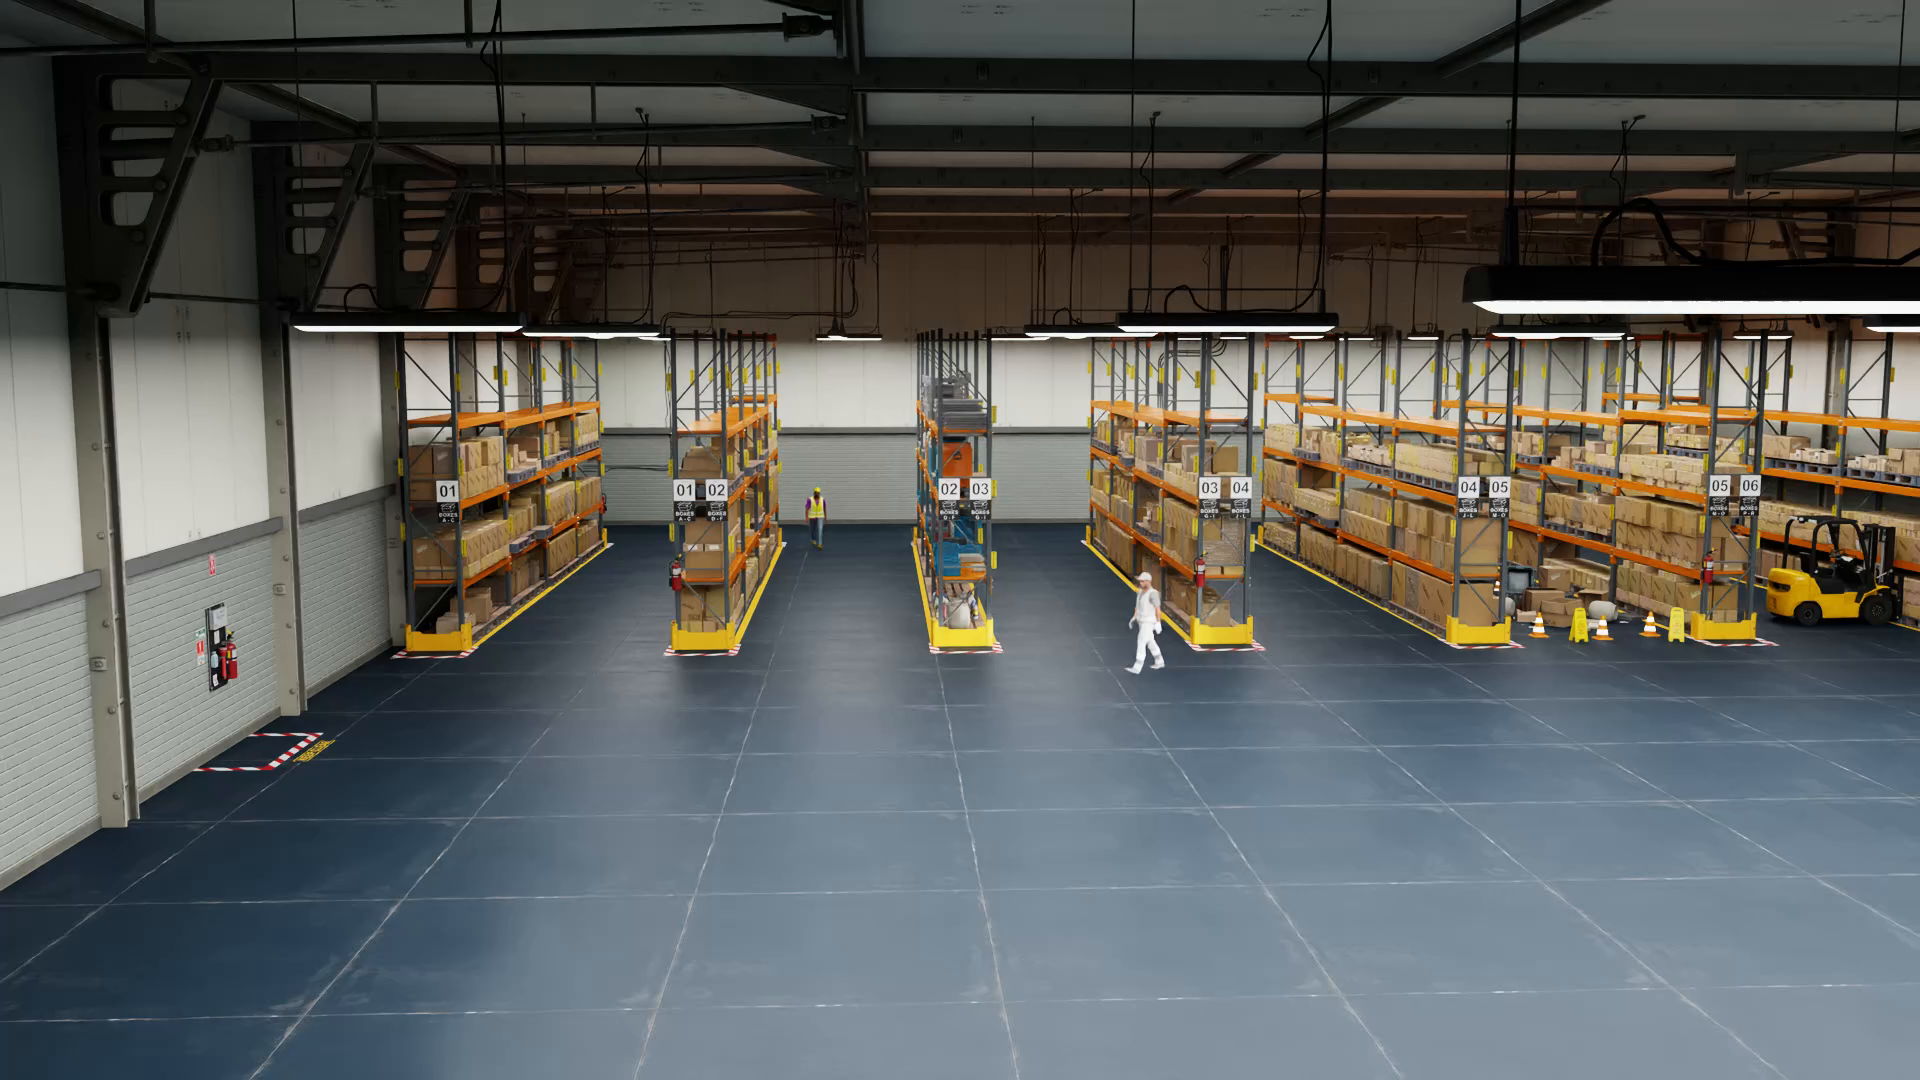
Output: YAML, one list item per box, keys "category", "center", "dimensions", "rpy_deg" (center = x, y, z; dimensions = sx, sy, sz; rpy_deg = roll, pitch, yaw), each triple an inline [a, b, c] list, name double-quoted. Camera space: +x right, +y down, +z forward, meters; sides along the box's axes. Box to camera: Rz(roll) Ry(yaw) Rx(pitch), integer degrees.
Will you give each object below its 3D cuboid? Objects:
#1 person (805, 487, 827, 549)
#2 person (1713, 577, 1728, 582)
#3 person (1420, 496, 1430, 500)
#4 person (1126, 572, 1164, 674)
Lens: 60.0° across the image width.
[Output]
- category: "person"
  center: [-4.035, -0.626, 46.632]
  dimensions: [0.602, 1.712, 1.093]
  rpy_deg: [-1, 7, -5]
- category: "person"
  center: [16.544, 0.652, 36.316]
  dimensions: [0.500, 1.691, 0.690]
  rpy_deg: [-2, 7, -15]
- category: "person"
  center: [13.887, -0.949, 49.252]
  dimensions: [1.111, 1.737, 0.576]
  rpy_deg: [-1, 7, -8]
- category: "person"
  center: [3.221, 1.439, 29.038]
  dimensions: [0.908, 1.766, 0.520]
  rpy_deg: [-3, 7, -22]
